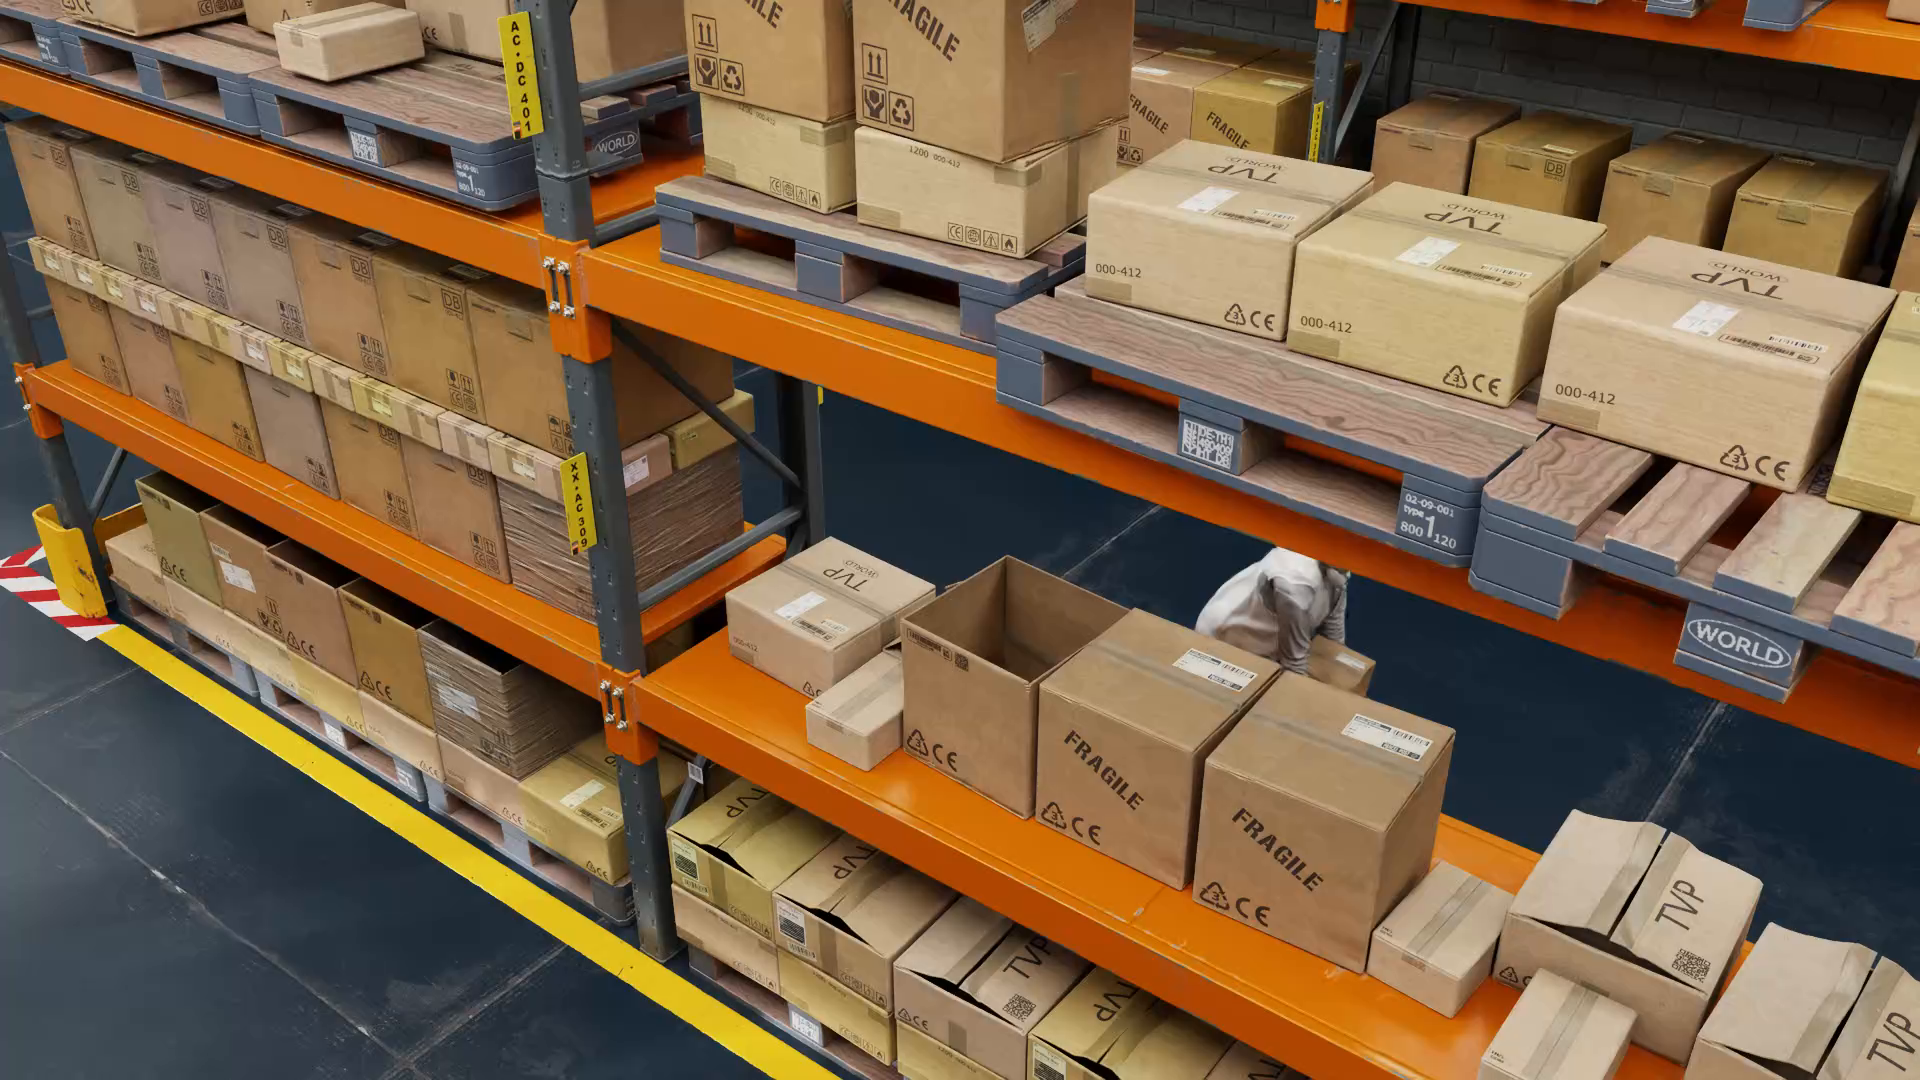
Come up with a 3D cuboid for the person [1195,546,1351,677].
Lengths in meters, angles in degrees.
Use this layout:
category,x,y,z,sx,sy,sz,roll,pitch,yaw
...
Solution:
category,x,y,z,sx,sy,sz,roll,pitch,yaw
person,1.273,0.492,6.403,0.736,1.651,0.471,21,36,31
